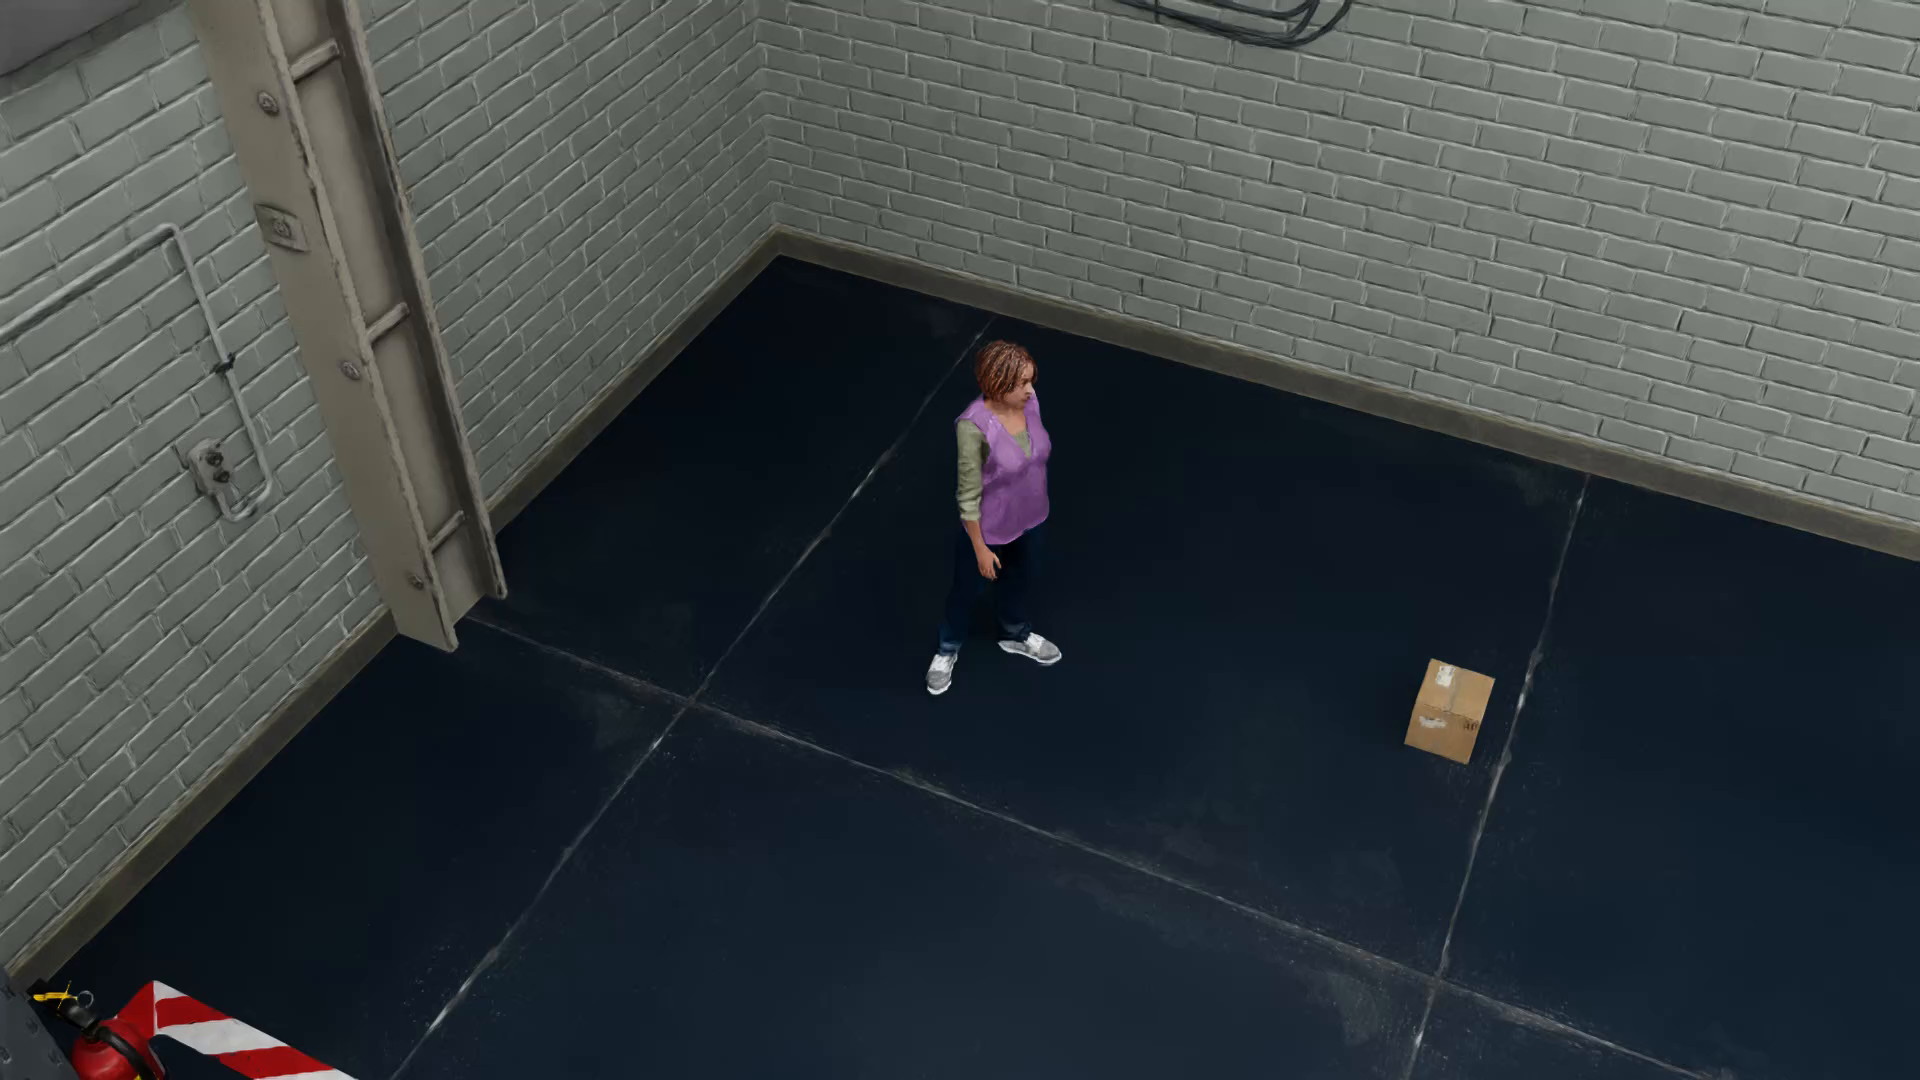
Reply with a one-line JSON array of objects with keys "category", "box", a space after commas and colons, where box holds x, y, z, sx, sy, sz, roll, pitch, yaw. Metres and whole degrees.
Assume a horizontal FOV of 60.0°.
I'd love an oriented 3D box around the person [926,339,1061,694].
[{"category": "person", "box": [0.106, -0.067, 6.225, 0.549, 1.604, 0.378, -32, 51, -30]}]
